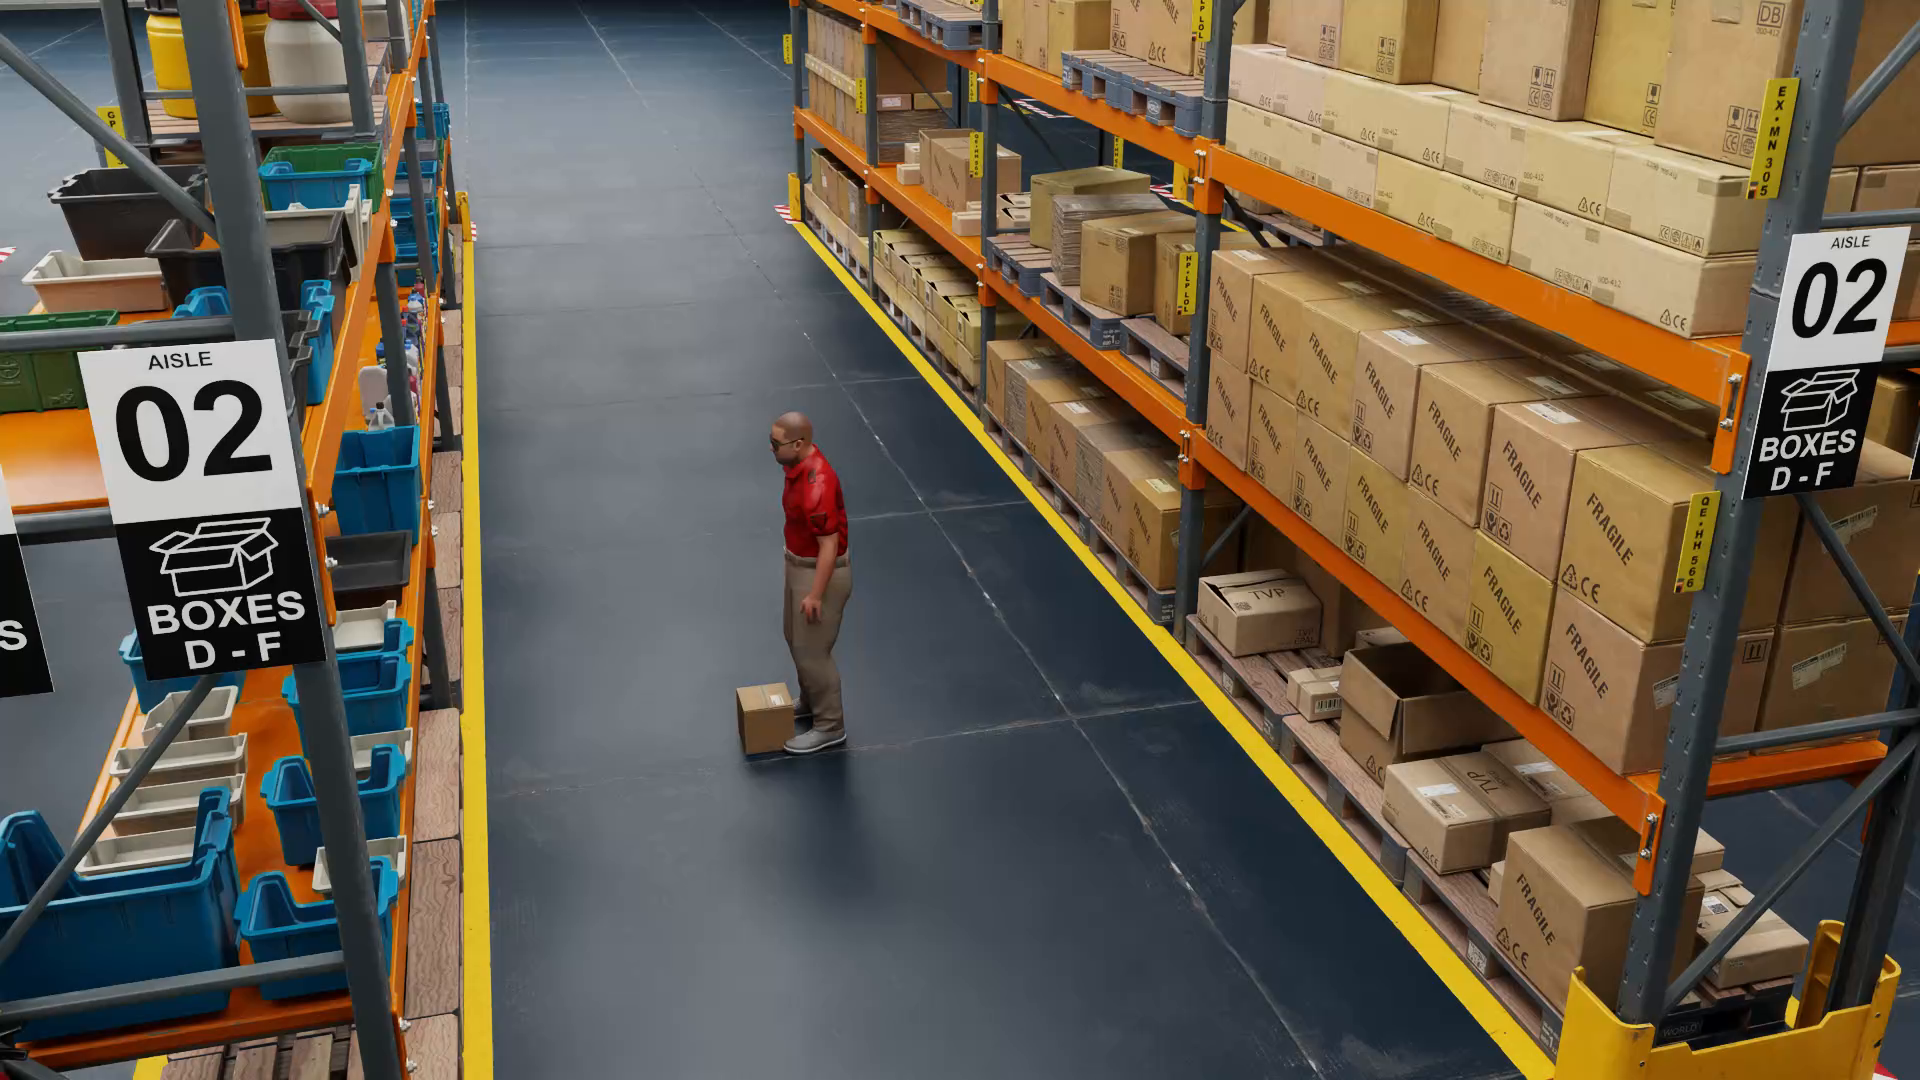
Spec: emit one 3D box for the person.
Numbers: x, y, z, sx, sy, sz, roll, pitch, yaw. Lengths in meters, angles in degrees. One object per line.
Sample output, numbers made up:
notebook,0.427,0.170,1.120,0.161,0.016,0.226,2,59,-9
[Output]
person,-0.740,0.186,8.170,0.396,1.726,0.586,-6,24,-14
